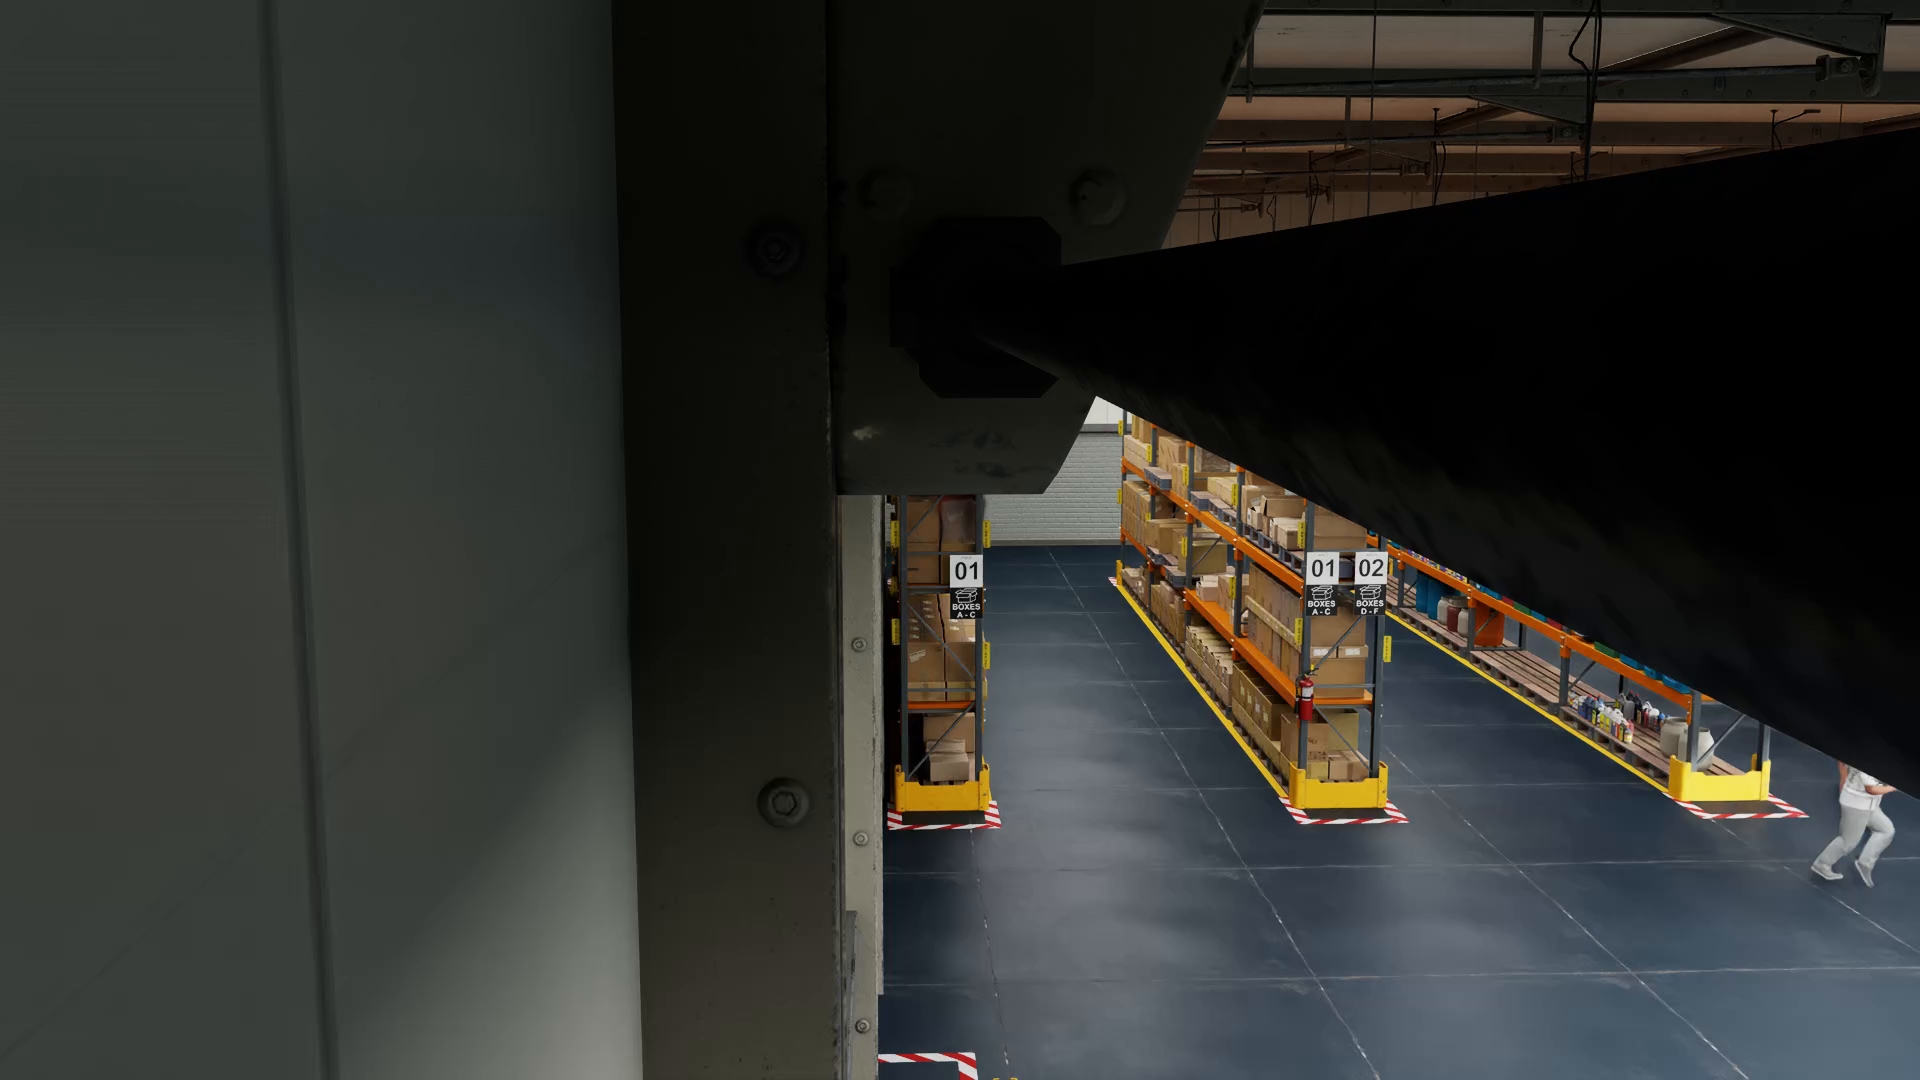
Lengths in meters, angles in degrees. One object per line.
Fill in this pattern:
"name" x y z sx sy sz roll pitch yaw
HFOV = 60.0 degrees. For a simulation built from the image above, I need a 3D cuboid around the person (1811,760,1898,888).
"person" 9.644 2.856 17.814 0.845 1.796 0.690 4 9 27
